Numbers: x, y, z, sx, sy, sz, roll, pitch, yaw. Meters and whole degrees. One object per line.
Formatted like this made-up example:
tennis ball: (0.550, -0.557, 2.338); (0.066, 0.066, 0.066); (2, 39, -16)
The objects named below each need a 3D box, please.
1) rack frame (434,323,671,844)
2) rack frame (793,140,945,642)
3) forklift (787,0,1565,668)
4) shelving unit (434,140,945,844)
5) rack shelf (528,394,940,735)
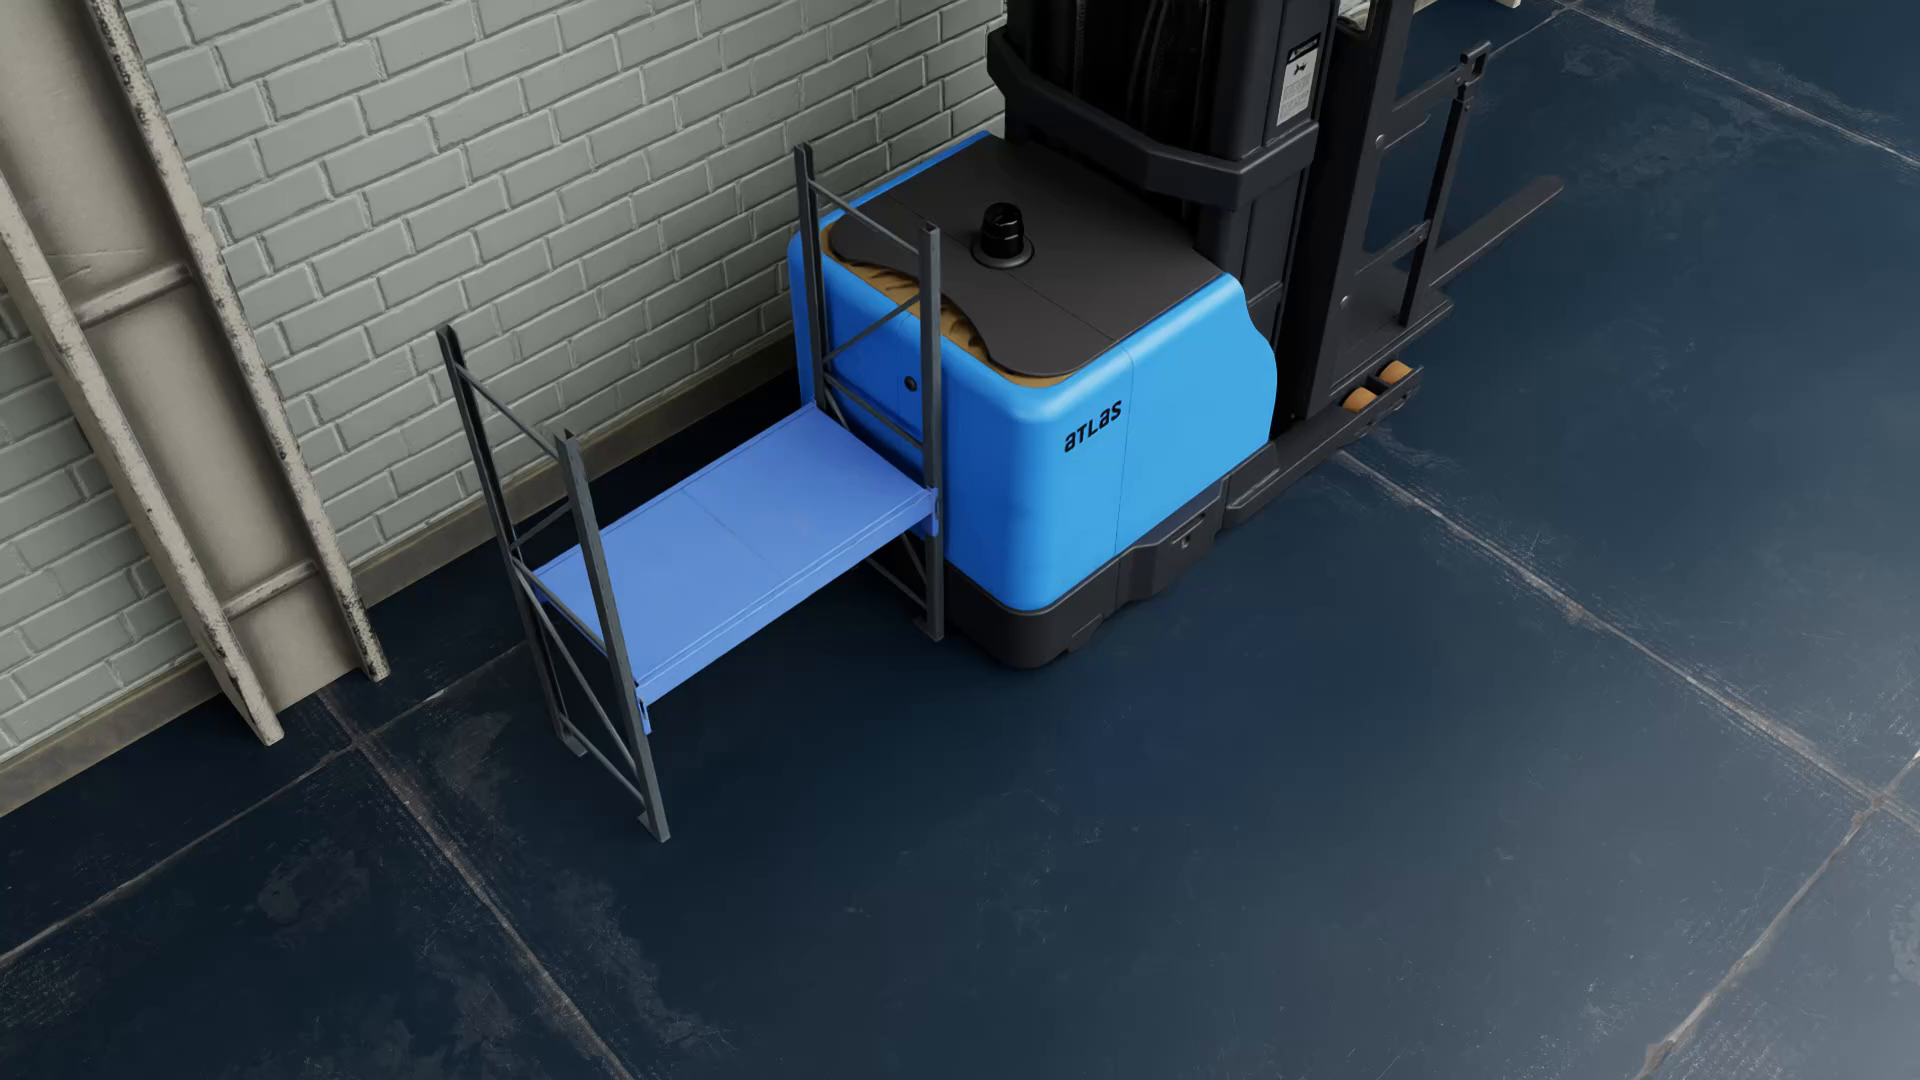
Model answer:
rack frame: (-0.967, 0.172, 4.071); (0.032, 1.500, 0.500); (-35, 56, -28)
rack frame: (-0.230, -0.343, 4.546); (0.032, 1.500, 0.500); (-35, 56, -28)
forklift: (0.922, -1.586, 4.719); (3.031, 2.935, 1.130); (-35, 56, -28)
shelving unit: (-0.598, -0.086, 4.309); (1.048, 1.500, 0.538); (-35, 56, -28)
rack shelf: (-0.598, 0.036, 4.441); (1.000, 0.185, 0.538); (-35, 56, -28)
